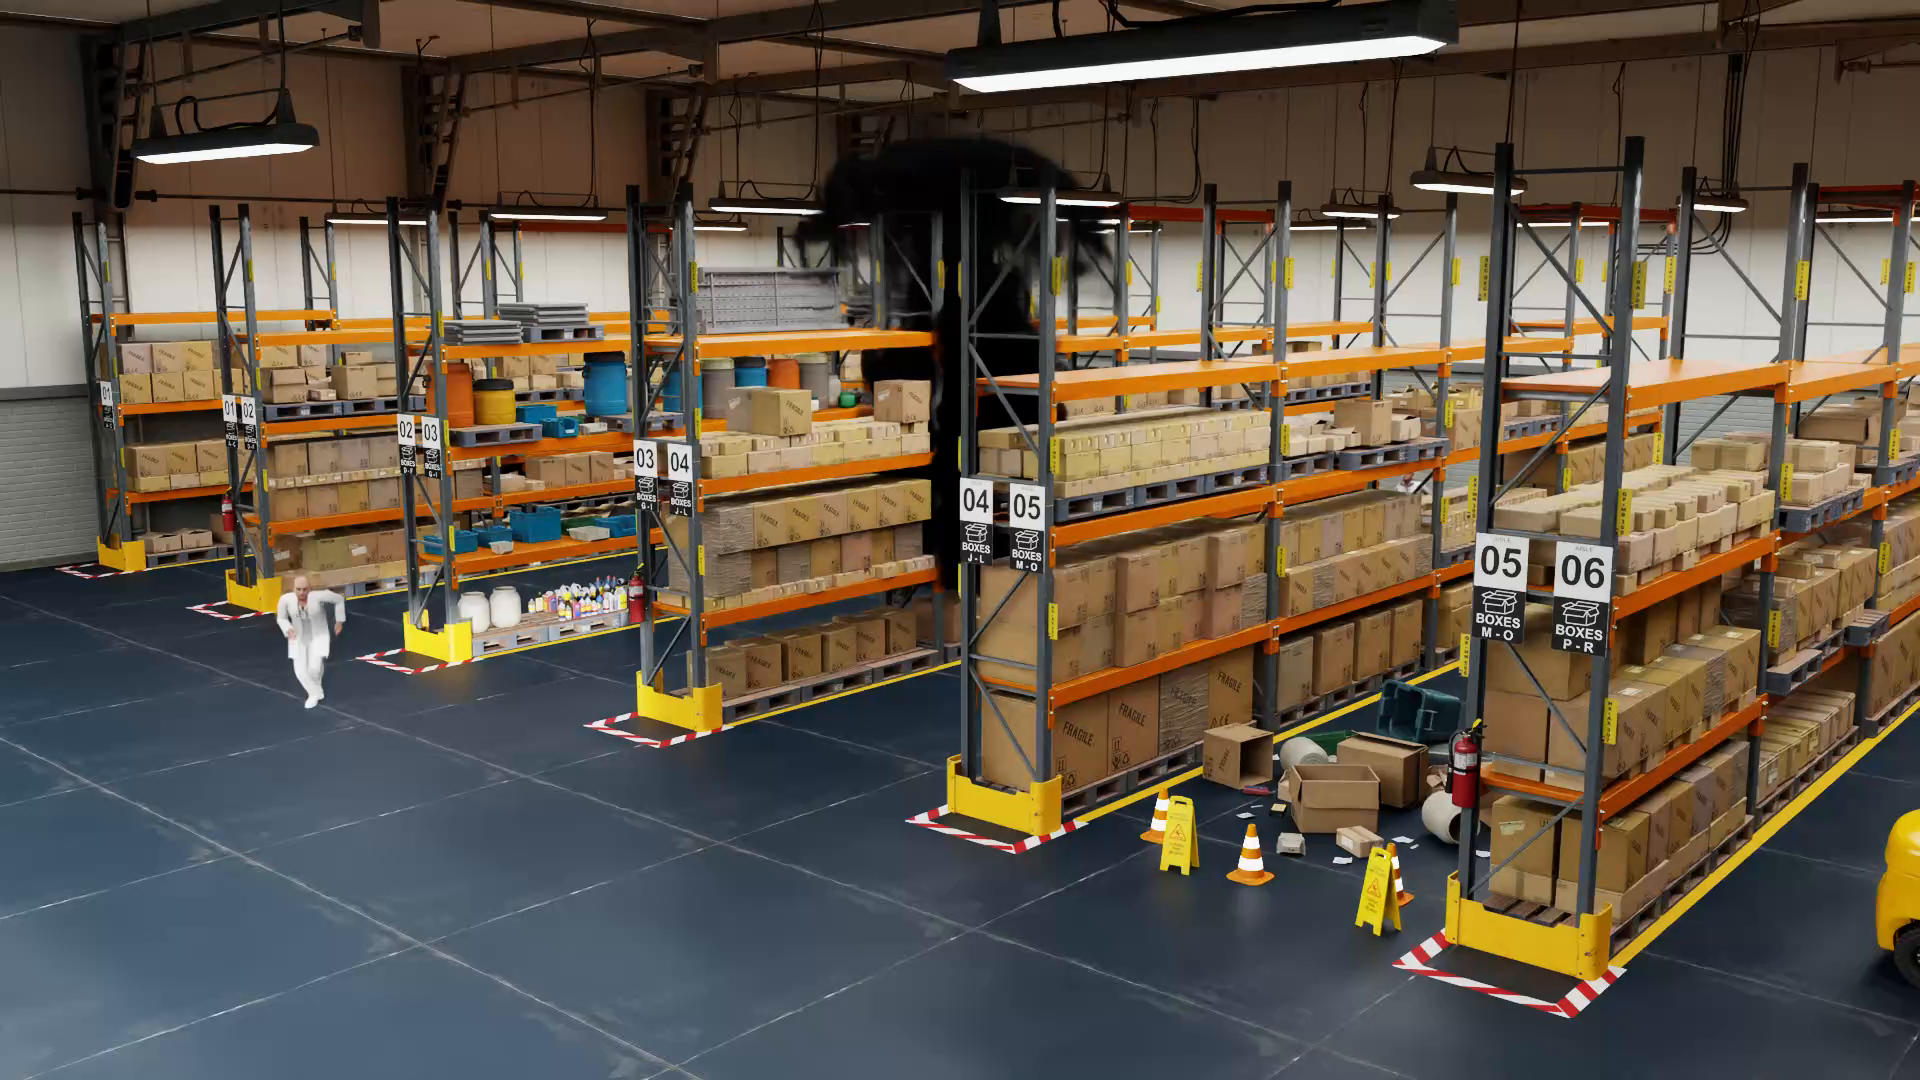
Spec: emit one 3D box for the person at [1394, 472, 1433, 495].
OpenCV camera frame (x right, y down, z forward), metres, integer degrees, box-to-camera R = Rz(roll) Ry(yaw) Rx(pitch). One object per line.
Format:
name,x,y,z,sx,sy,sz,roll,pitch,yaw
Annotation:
person,7.727,-0.423,28.577,0.629,1.721,0.599,8,13,41

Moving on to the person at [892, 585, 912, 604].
person,-0.967,0.193,23.750,0.677,1.630,0.739,7,12,36

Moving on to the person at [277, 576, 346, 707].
person,-7.553,1.179,19.400,0.728,1.622,0.892,-2,10,-12
